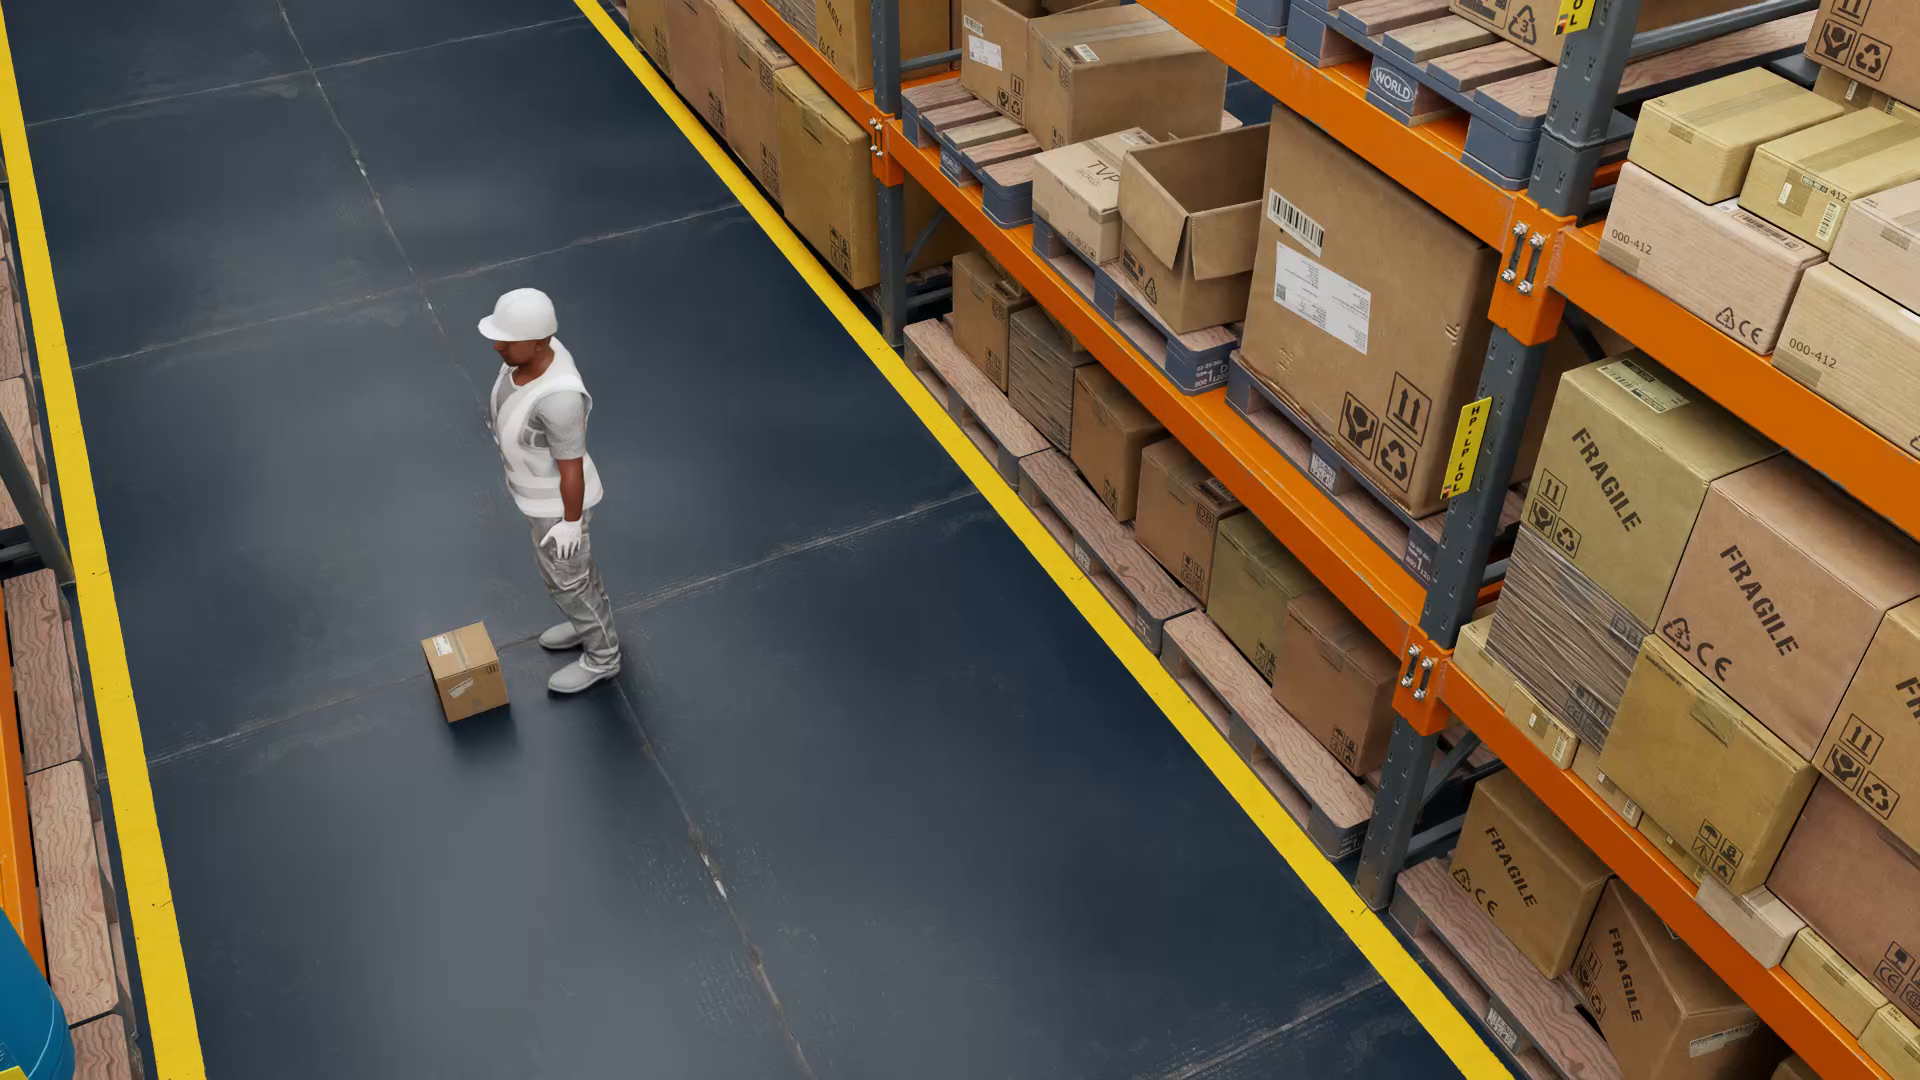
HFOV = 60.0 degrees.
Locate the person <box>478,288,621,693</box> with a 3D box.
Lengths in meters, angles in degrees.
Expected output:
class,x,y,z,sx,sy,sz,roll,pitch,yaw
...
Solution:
class,x,y,z,sx,sy,sz,roll,pitch,yaw
person,-1.562,-0.182,6.353,0.380,1.783,0.546,-18,44,-20
